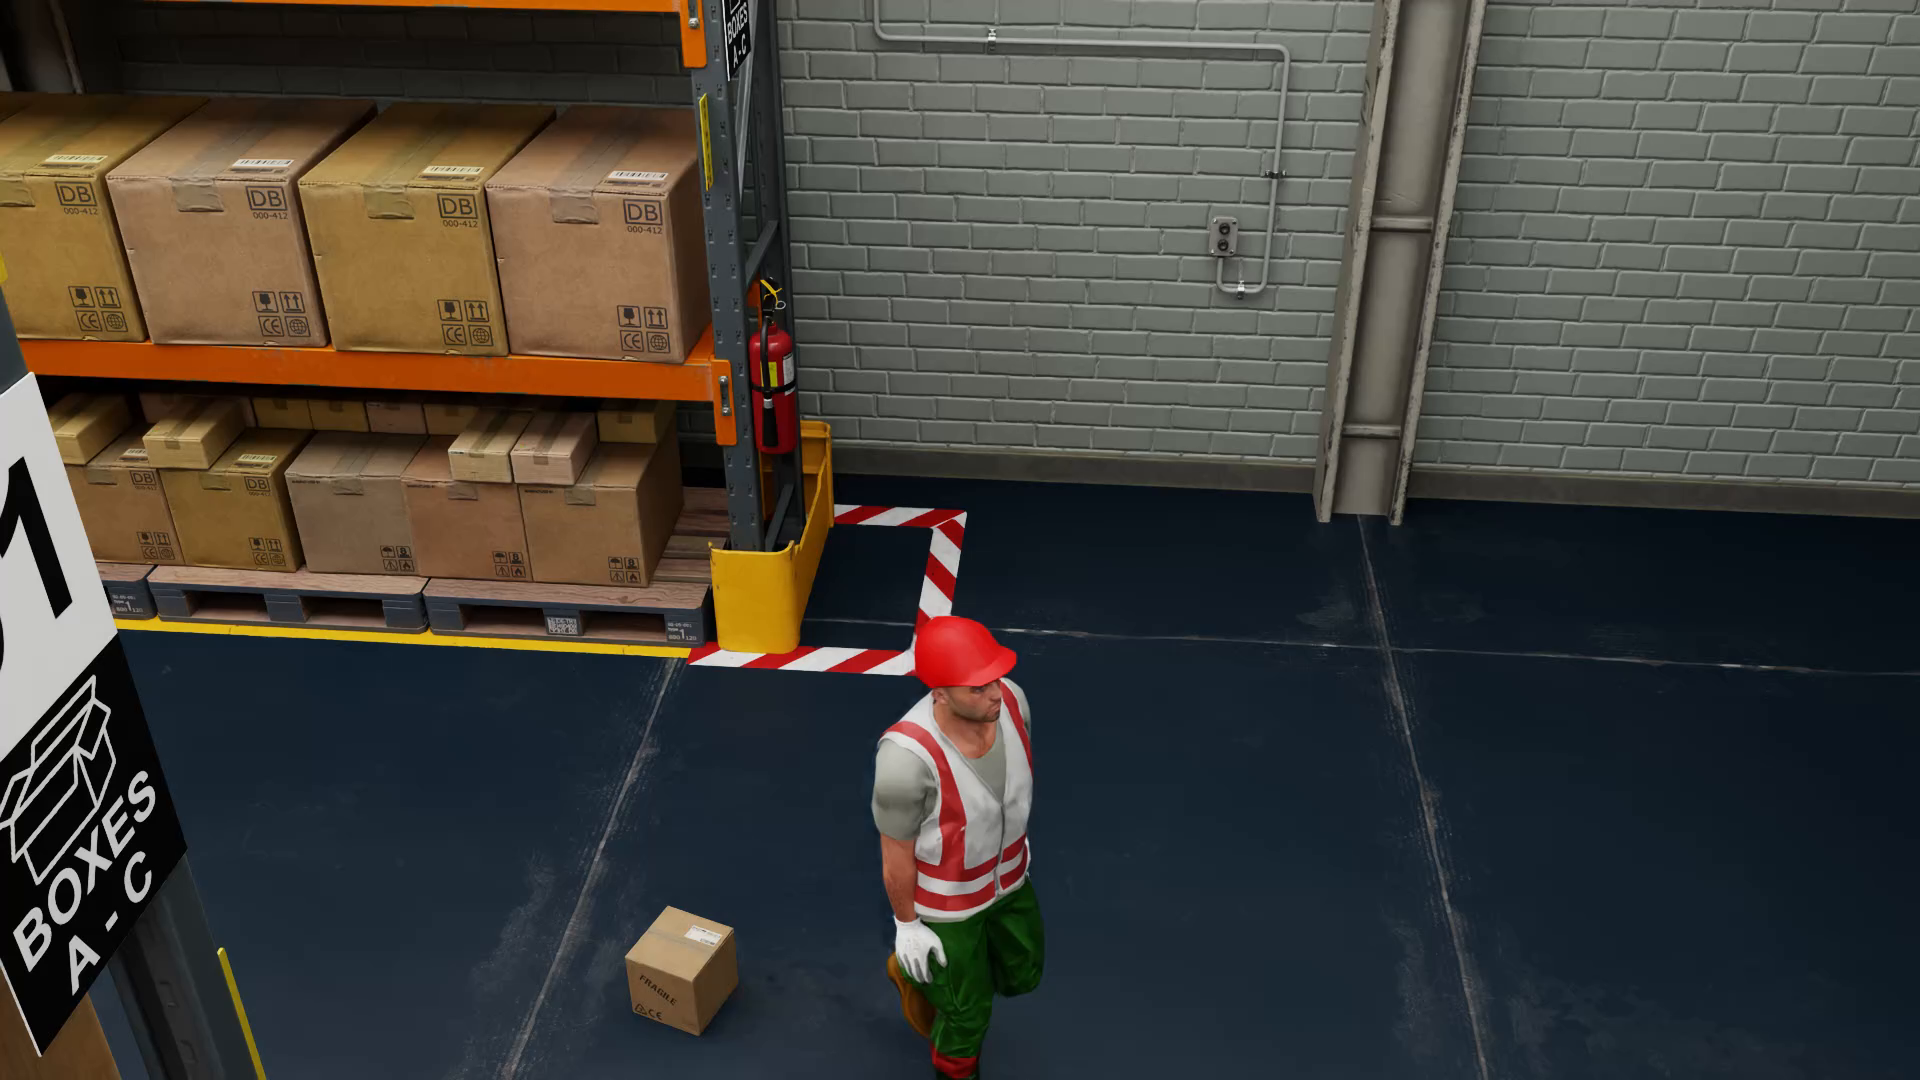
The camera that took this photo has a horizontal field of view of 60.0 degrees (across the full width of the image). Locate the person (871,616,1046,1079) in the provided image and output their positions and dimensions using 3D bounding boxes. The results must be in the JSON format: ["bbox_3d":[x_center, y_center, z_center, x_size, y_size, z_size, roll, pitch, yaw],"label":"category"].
[{"bbox_3d":[-0.030,0.912,4.594,0.548,1.779,0.647,-28,41,-37],"label":"person"}]
